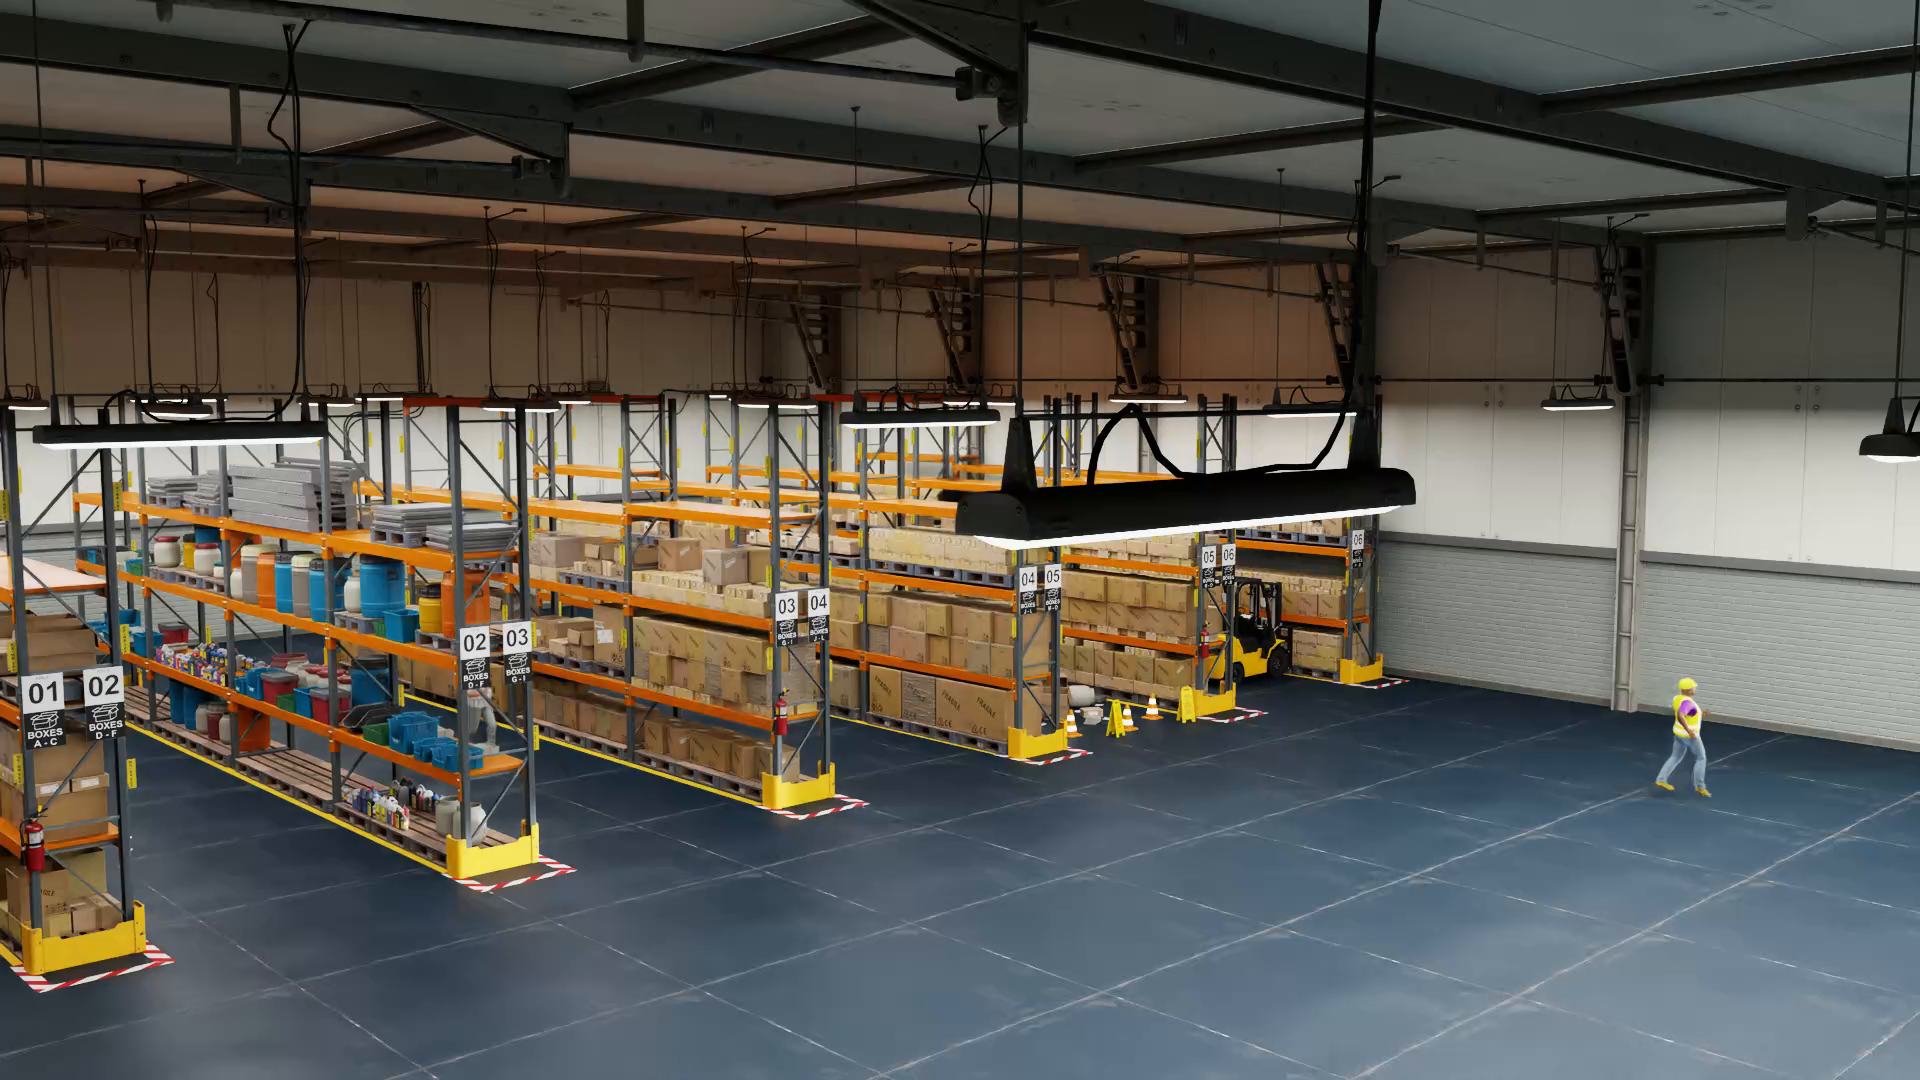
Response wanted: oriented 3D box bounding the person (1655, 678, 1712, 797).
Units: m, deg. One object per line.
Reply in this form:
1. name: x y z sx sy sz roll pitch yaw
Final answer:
1. person: 11.019 3.003 25.260 0.820 1.819 0.677 -1 6 -6

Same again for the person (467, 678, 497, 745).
1. person: -8.070 2.818 27.832 0.816 1.722 0.593 4 7 39
